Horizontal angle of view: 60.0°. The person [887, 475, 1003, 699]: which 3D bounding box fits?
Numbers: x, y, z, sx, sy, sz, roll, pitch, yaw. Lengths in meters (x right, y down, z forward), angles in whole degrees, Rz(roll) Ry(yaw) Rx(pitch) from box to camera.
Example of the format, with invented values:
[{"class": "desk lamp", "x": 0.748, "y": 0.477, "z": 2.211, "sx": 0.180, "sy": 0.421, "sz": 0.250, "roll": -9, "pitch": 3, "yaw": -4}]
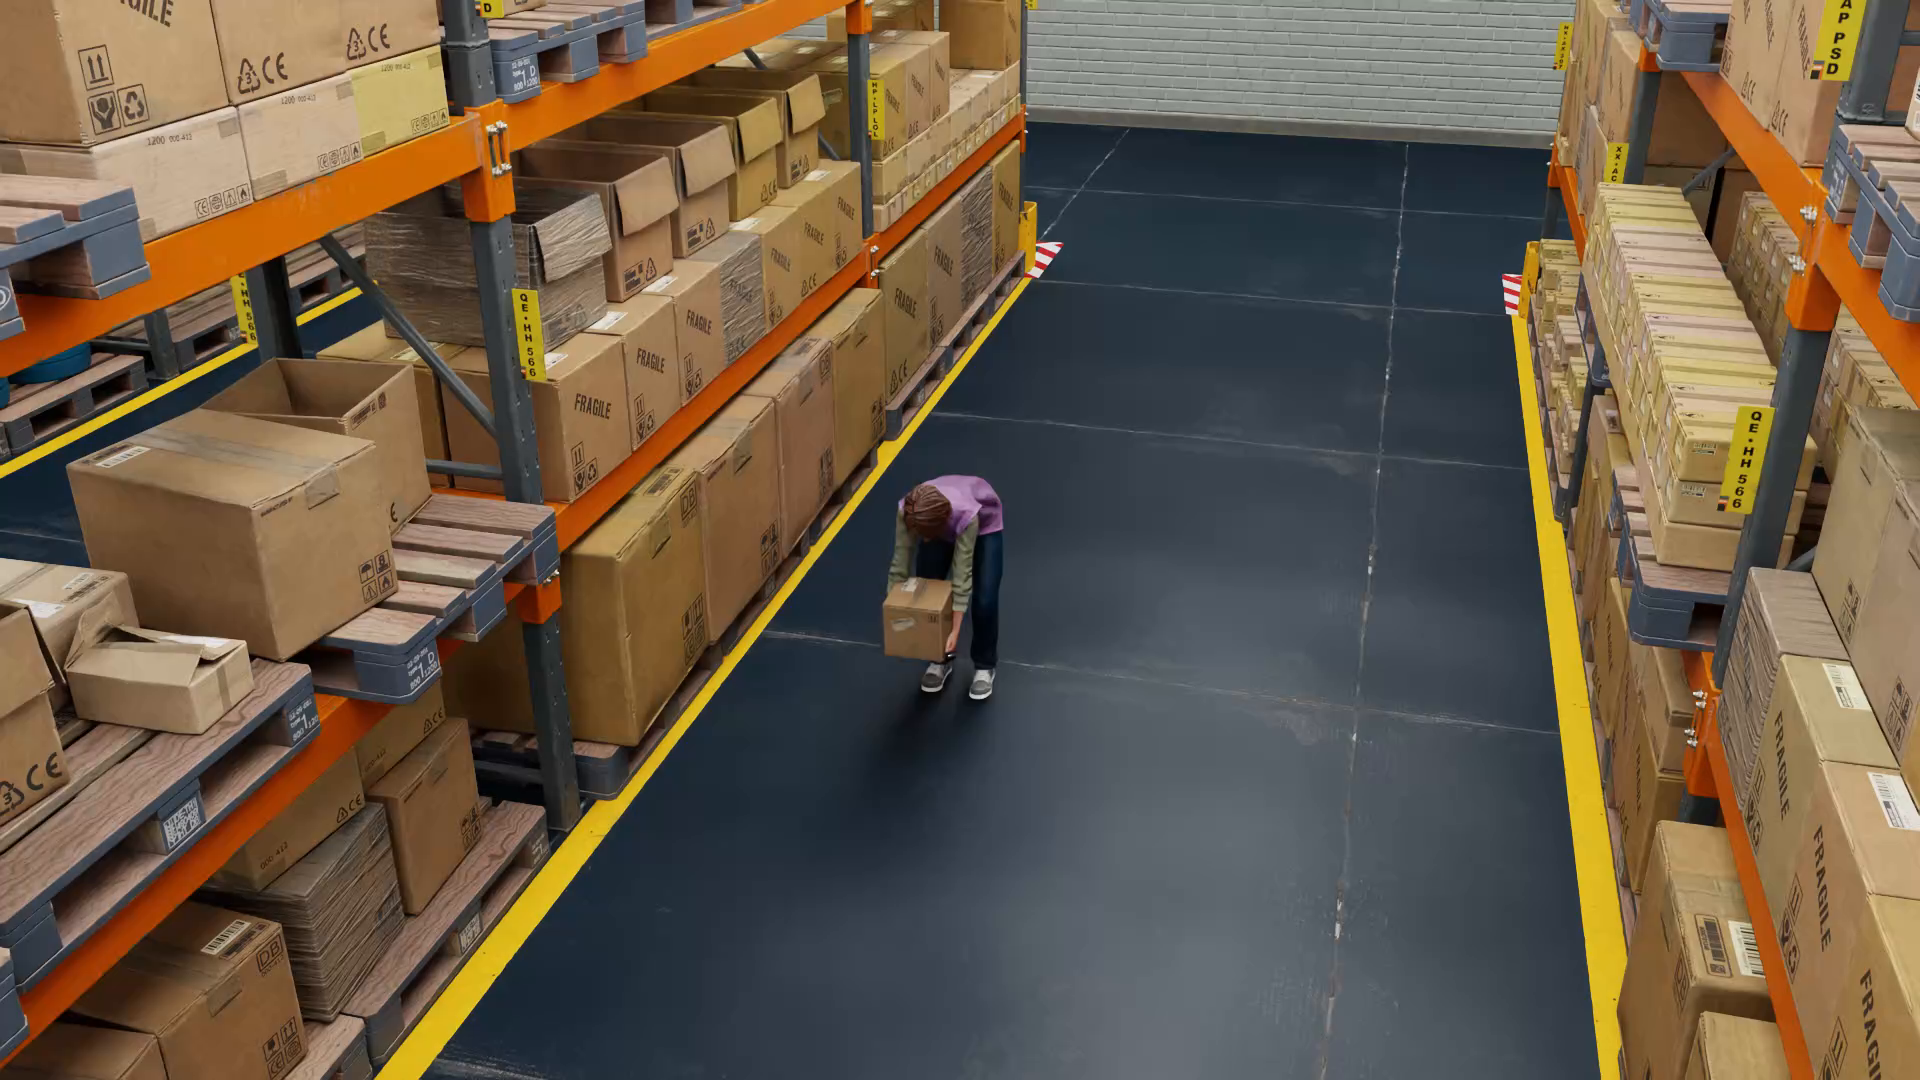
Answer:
[{"class": "person", "x": -0.058, "y": 0.209, "z": 7.188, "sx": 0.413, "sy": 1.166, "sz": 0.826, "roll": 6, "pitch": 26, "yaw": 13}]
